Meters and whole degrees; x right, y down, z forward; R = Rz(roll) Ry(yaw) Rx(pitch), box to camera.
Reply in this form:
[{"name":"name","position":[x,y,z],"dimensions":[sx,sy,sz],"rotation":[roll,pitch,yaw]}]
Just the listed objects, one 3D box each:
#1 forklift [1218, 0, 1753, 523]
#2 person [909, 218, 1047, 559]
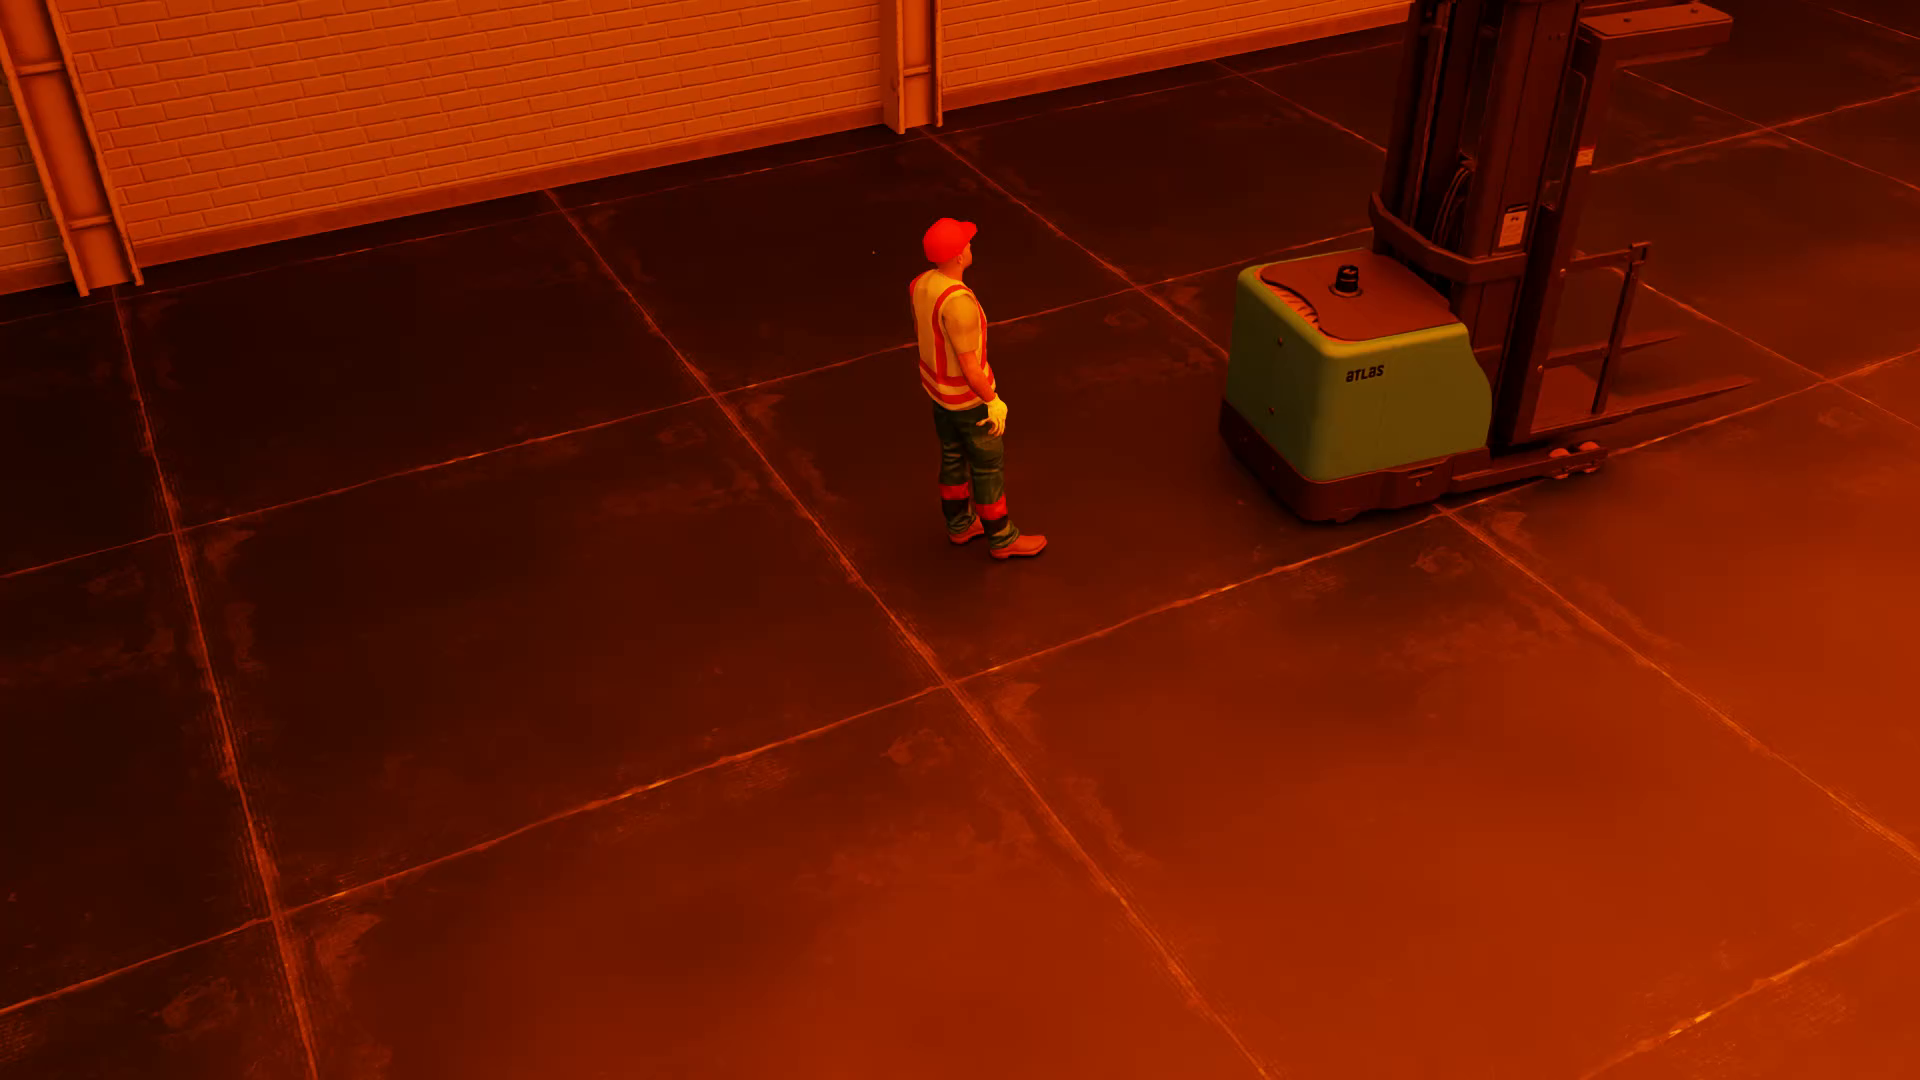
[{"name":"forklift","position":[3.034,-1.806,8.678],"dimensions":[3.031,2.935,1.130],"rotation":[-12,37,-16]},{"name":"person","position":[0.076,-0.752,8.163],"dimensions":[0.564,1.787,0.637],"rotation":[-17,39,-23]}]
